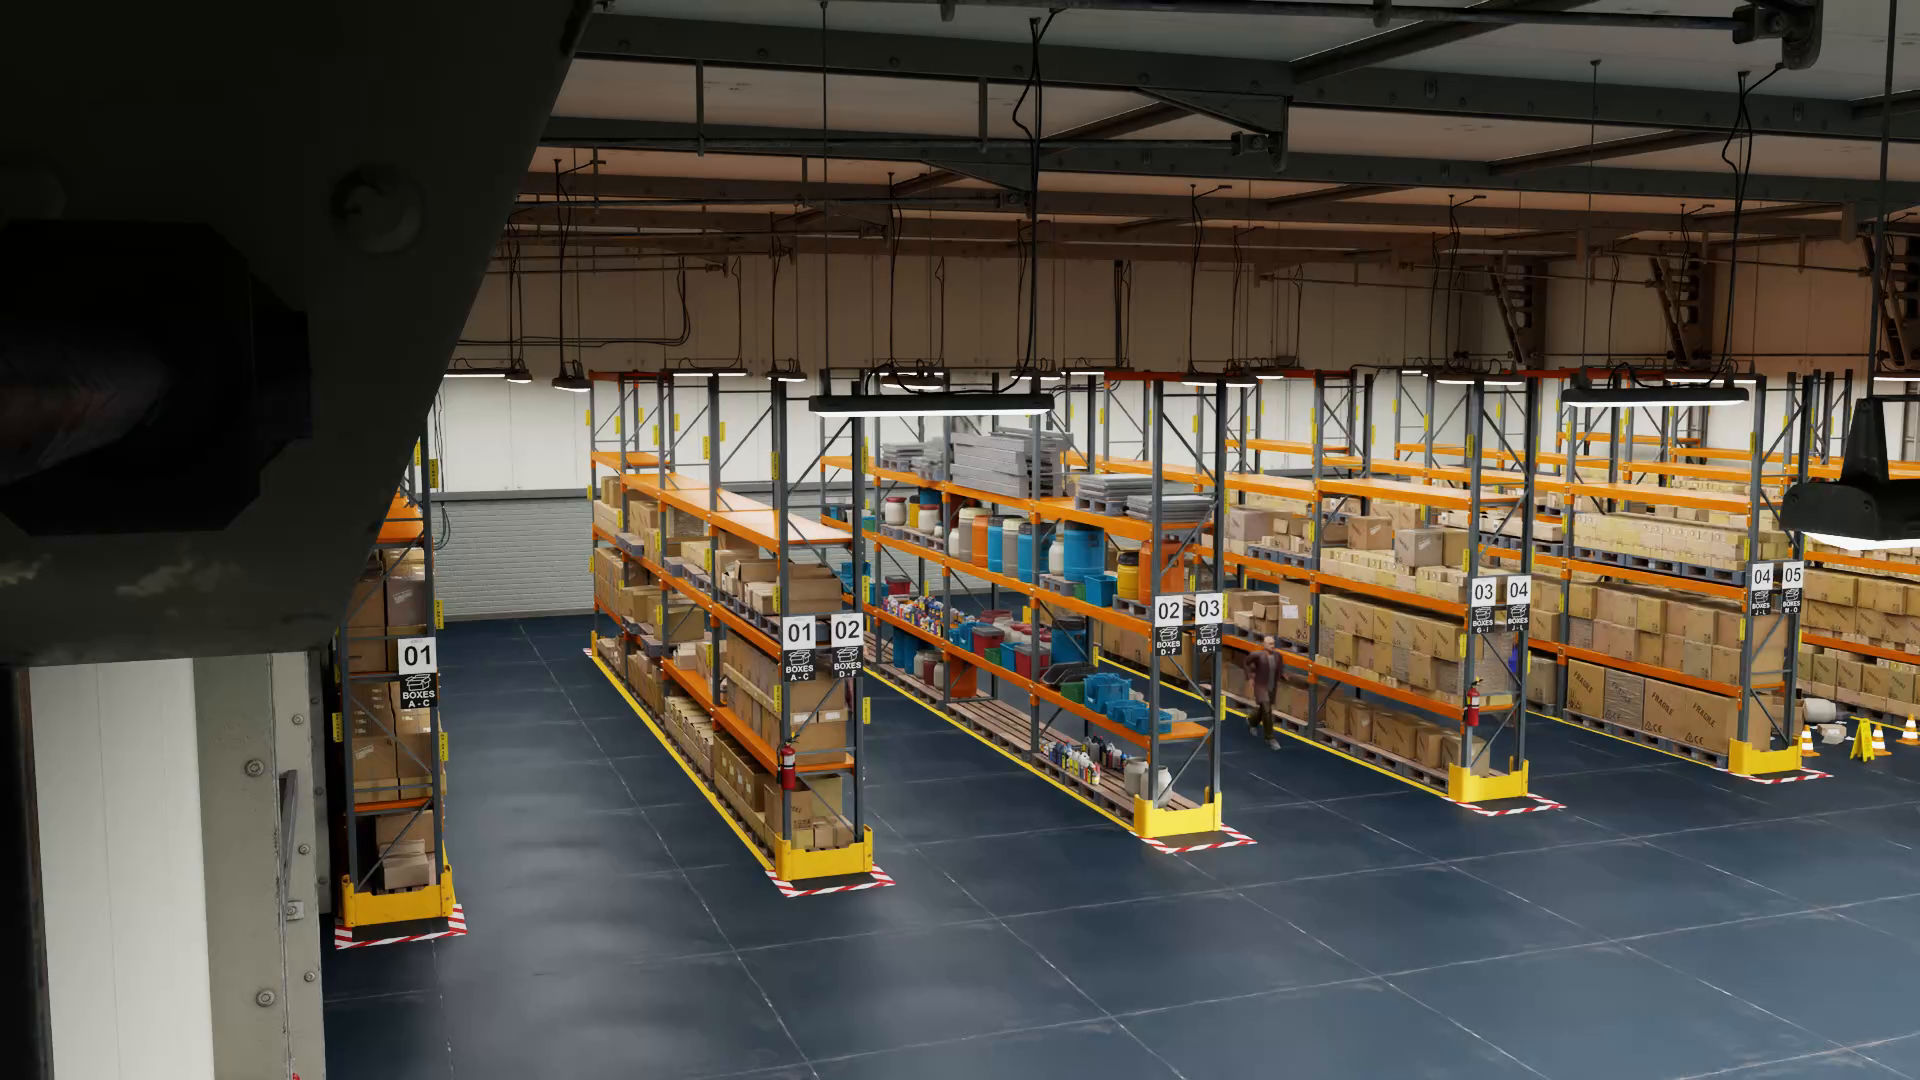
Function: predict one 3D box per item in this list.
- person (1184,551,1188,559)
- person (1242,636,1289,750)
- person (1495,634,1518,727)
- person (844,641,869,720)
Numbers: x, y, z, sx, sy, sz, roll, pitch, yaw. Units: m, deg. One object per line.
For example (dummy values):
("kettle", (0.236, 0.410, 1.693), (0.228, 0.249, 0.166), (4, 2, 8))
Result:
("person", (5.238, 0.939, 40.901), (0.801, 1.663, 0.773), (-3, 7, -25))
("person", (4.938, 2.432, 27.052), (0.649, 1.792, 1.050), (-3, 7, -26))
("person", (9.358, 2.394, 28.196), (0.571, 1.603, 0.548), (-3, 7, -26))
("person", (-1.865, 2.263, 28.855), (0.577, 1.648, 0.969), (-3, 7, -26))
